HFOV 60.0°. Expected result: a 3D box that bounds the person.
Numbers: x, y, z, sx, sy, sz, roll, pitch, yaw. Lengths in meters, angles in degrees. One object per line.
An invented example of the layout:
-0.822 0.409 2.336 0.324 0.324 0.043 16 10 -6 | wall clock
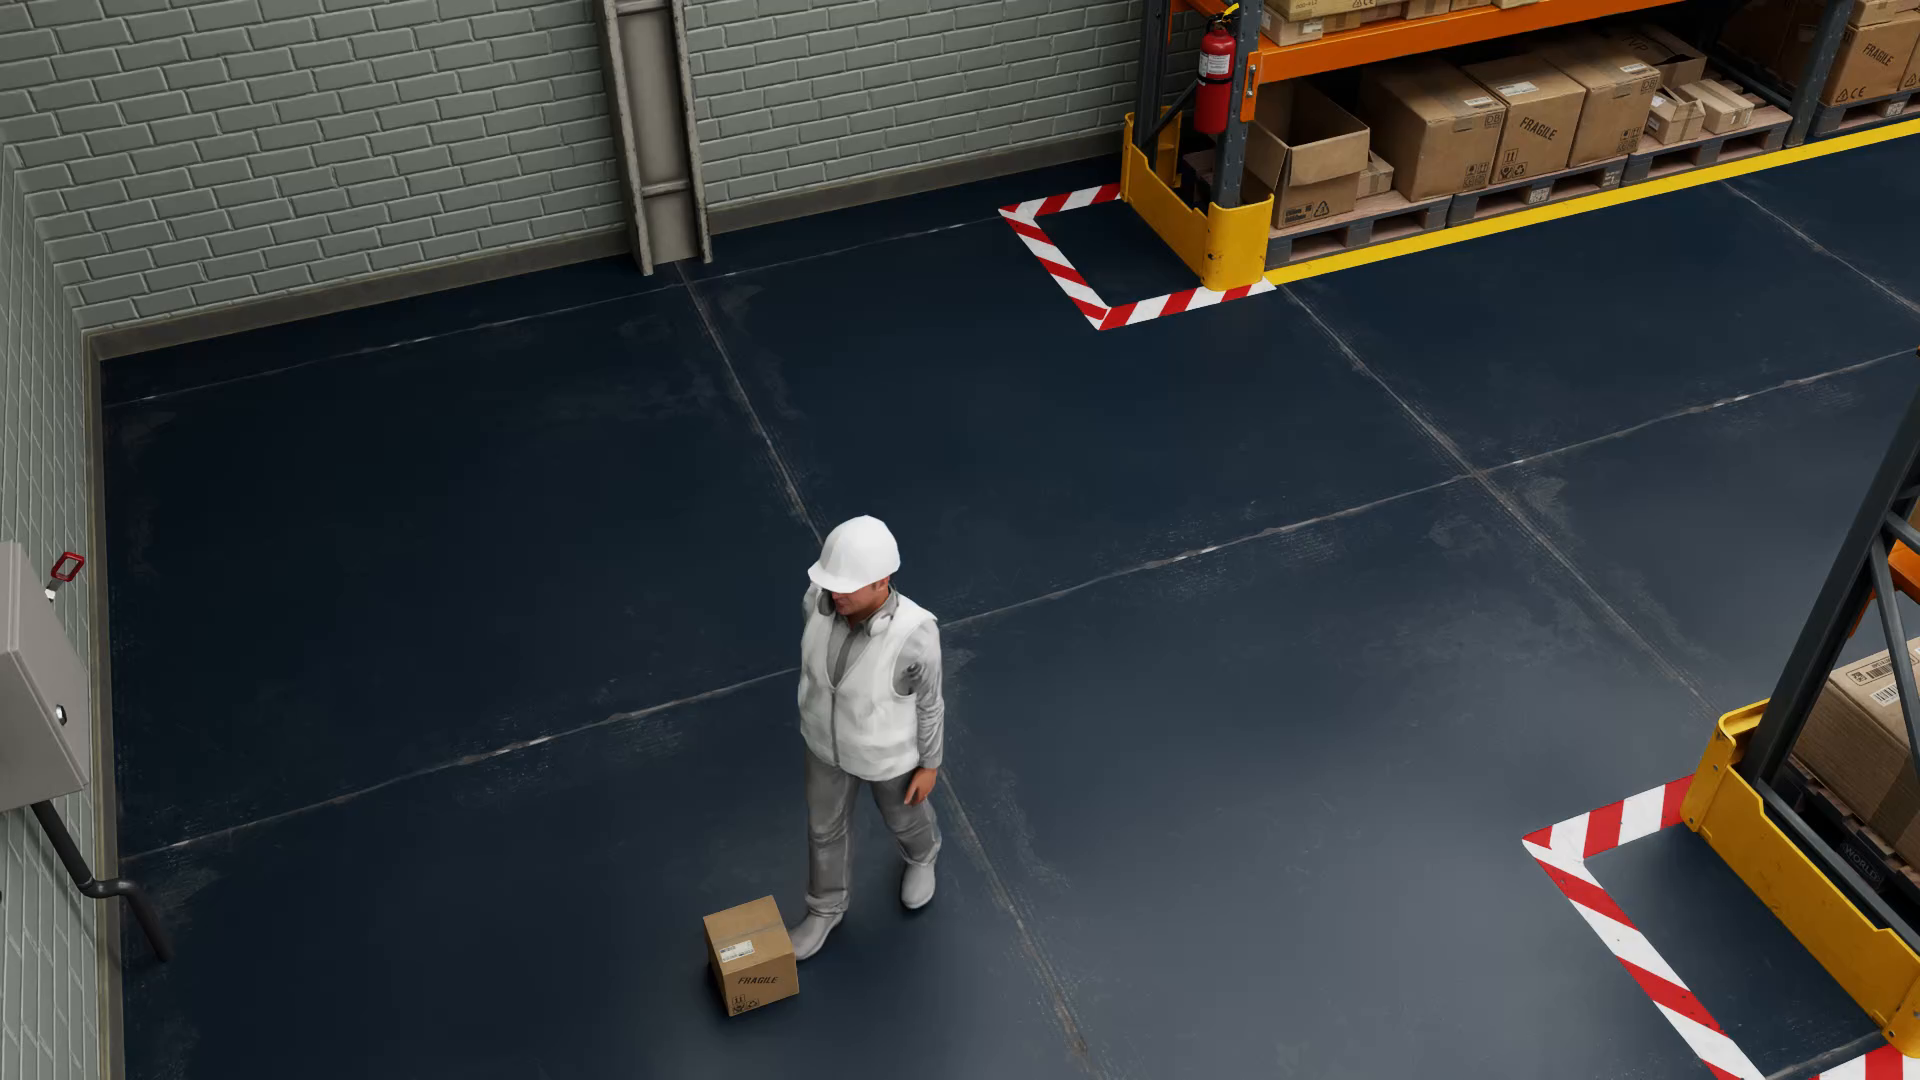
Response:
-0.311 0.664 5.379 0.532 1.769 0.690 20 45 21 | person
